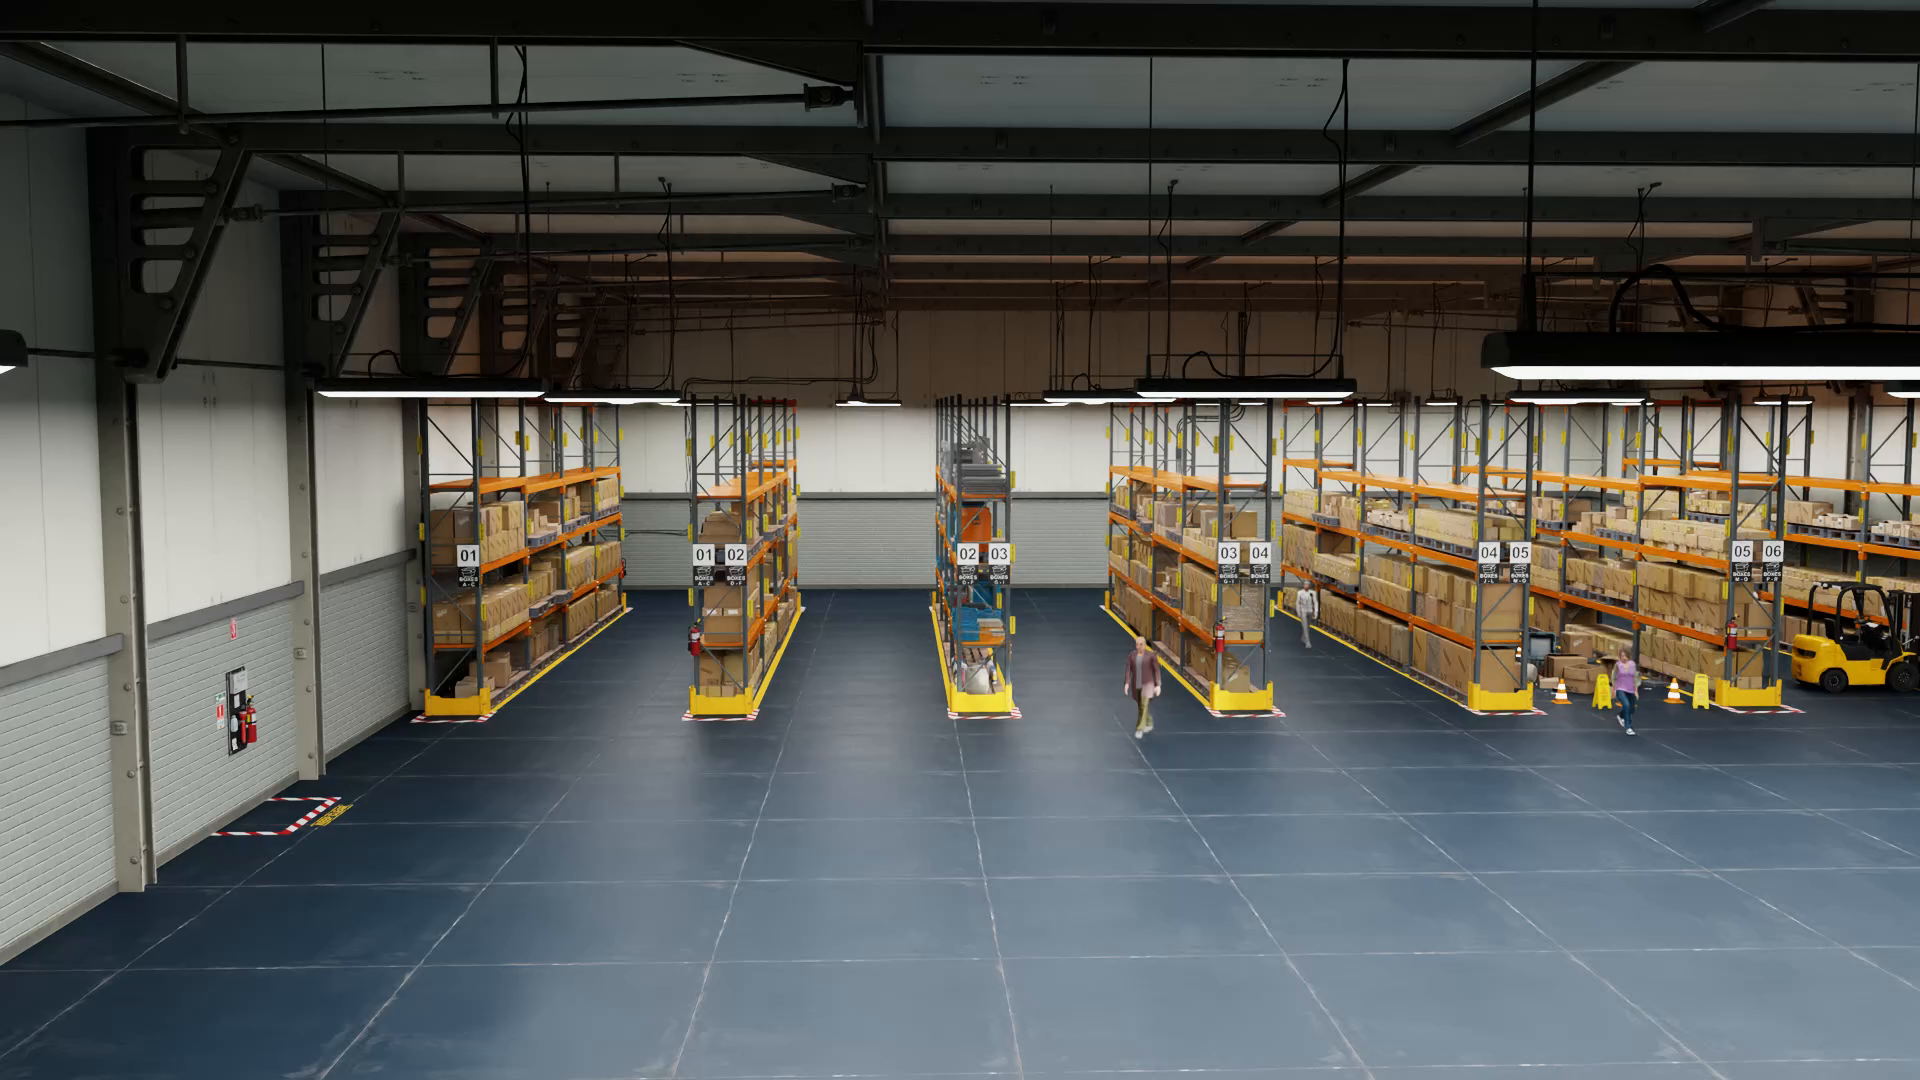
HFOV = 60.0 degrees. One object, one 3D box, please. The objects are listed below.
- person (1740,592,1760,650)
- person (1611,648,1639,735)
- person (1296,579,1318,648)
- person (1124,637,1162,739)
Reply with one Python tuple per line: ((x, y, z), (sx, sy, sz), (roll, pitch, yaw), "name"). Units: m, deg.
((17.247, 2.025, 36.130), (0.532, 1.808, 0.602), (-1, 5, -8), "person")
((11.802, 2.658, 29.489), (0.407, 1.466, 0.893), (0, 5, 3), "person")
((8.390, 1.735, 40.073), (0.458, 1.622, 1.015), (0, 5, -5), "person")
((3.150, 2.550, 28.980), (0.611, 1.735, 1.063), (3, 6, 35), "person")
